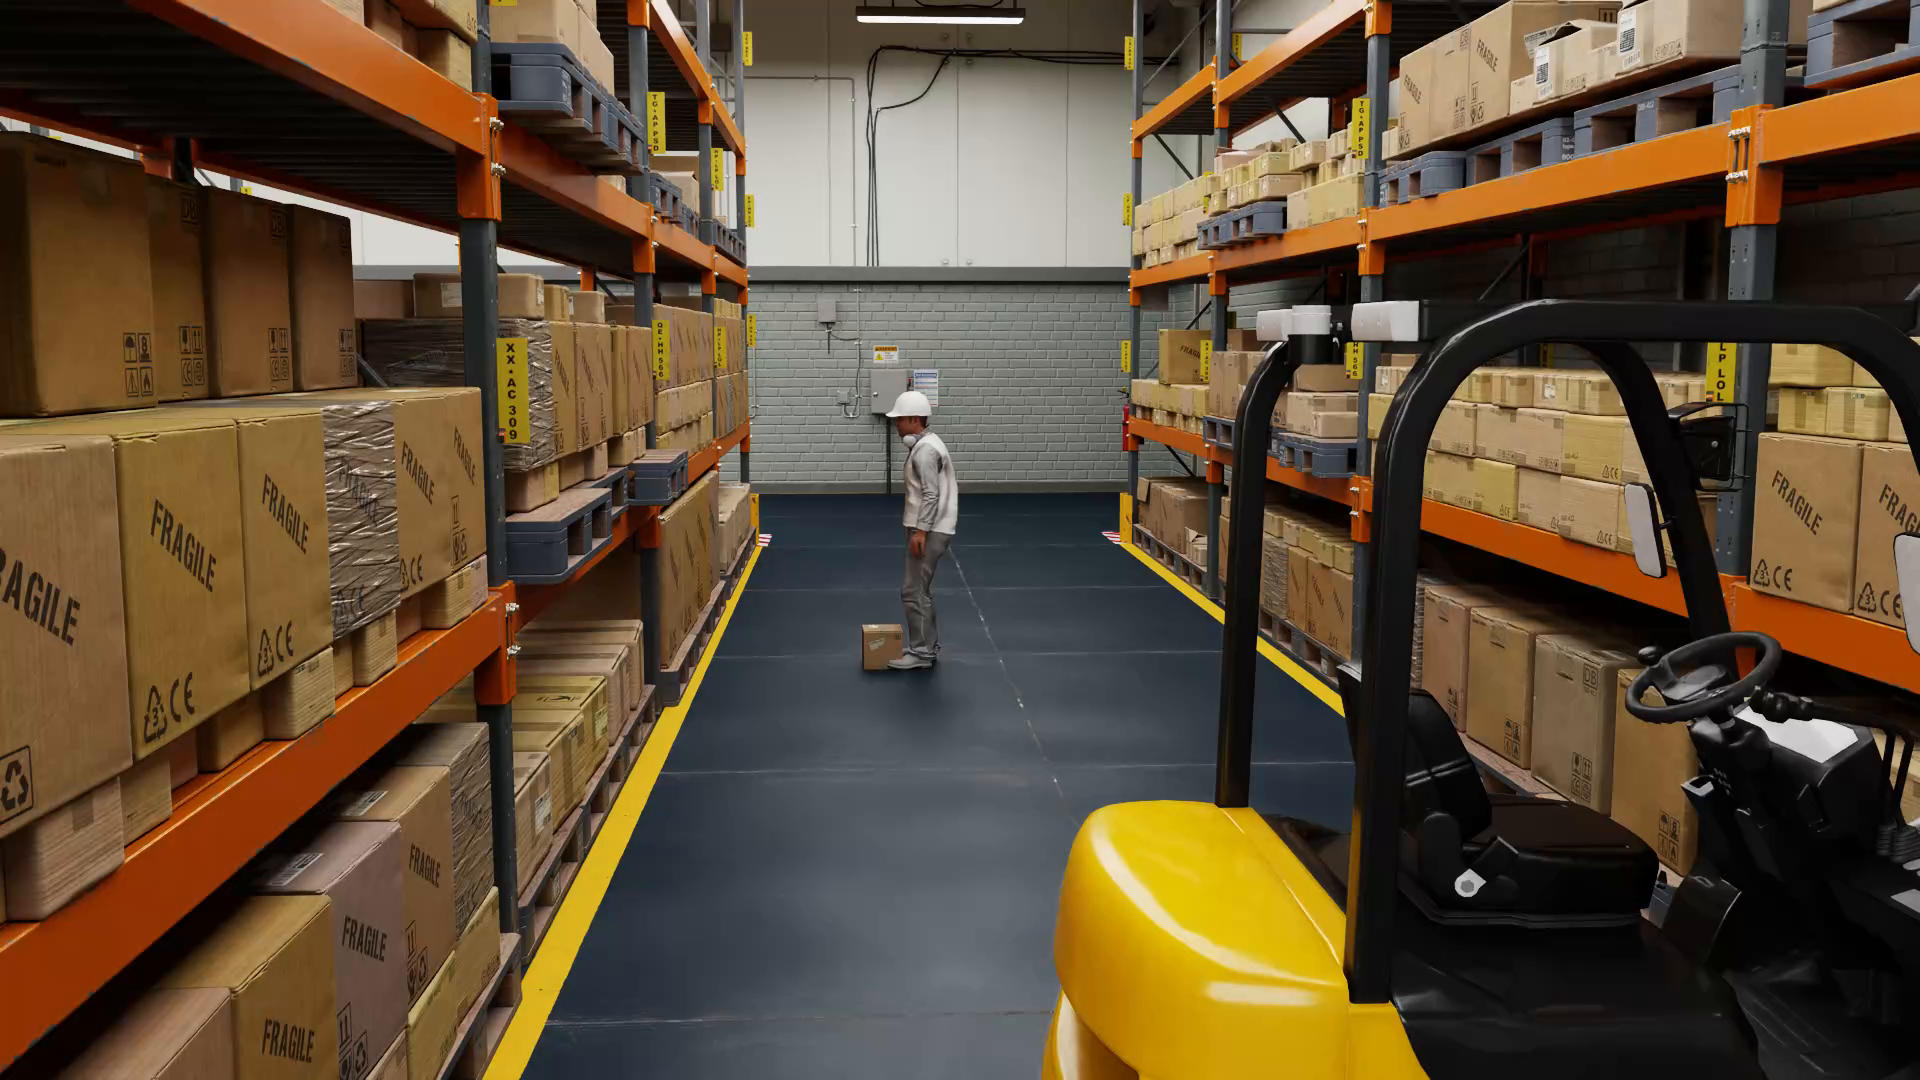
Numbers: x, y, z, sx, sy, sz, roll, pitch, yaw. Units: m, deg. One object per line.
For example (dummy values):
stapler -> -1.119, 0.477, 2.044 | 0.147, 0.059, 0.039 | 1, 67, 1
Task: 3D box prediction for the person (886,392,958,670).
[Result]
person -> -0.245, -0.068, 10.702 | 0.467, 1.770, 0.579 | 0, 7, -4
